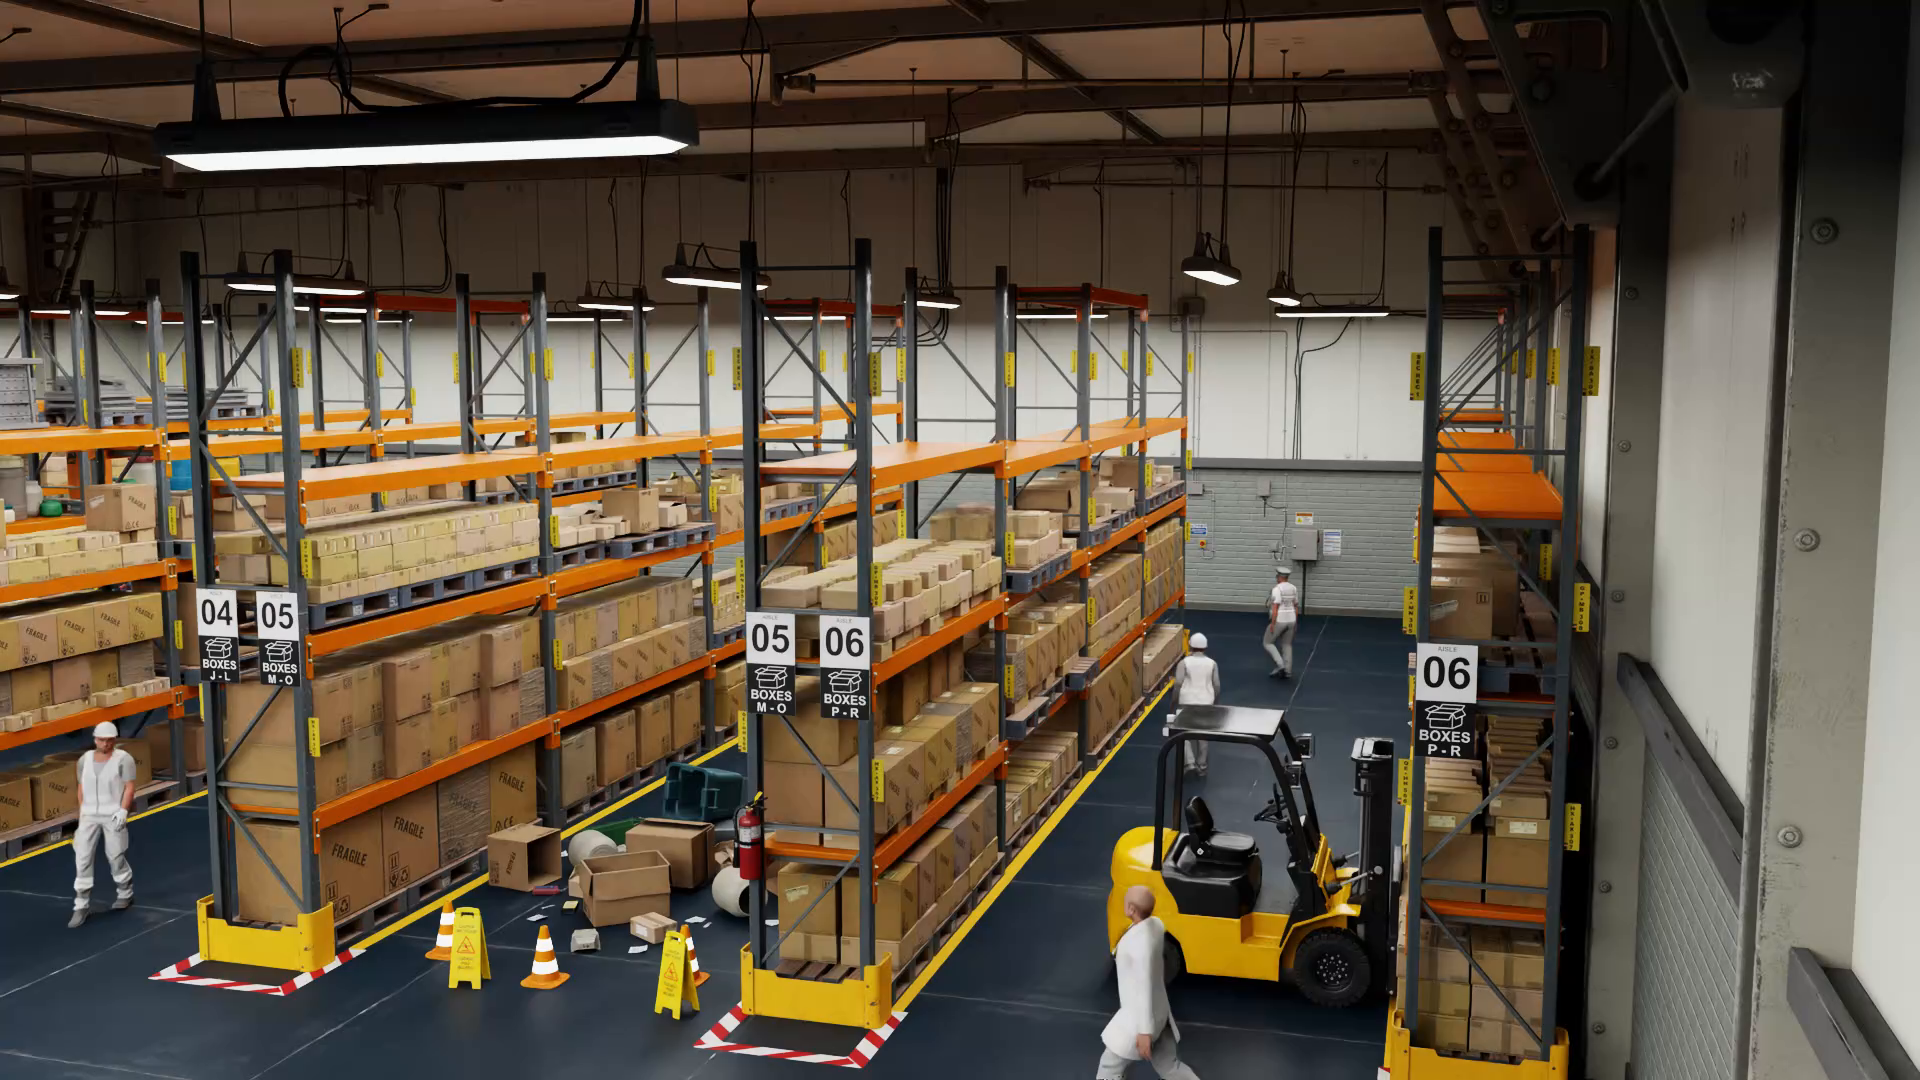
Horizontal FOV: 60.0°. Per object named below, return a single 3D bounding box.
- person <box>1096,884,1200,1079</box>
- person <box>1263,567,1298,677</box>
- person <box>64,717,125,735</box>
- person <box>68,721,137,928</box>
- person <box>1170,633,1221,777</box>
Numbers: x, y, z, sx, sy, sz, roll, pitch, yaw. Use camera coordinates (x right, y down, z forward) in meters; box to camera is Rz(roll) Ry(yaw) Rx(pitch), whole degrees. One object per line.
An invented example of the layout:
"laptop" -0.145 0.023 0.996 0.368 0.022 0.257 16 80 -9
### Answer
"person" 1.226 3.131 10.856 1.124 1.651 0.640 1 7 13
"person" 5.169 1.318 26.581 0.579 1.759 0.477 -4 8 -32
"person" -11.855 1.759 22.788 0.618 1.655 1.042 0 6 3
"person" -7.916 2.590 15.288 0.551 1.793 0.710 -1 6 -6
"person" 2.905 2.030 20.365 0.600 1.751 0.634 -1 6 -8
